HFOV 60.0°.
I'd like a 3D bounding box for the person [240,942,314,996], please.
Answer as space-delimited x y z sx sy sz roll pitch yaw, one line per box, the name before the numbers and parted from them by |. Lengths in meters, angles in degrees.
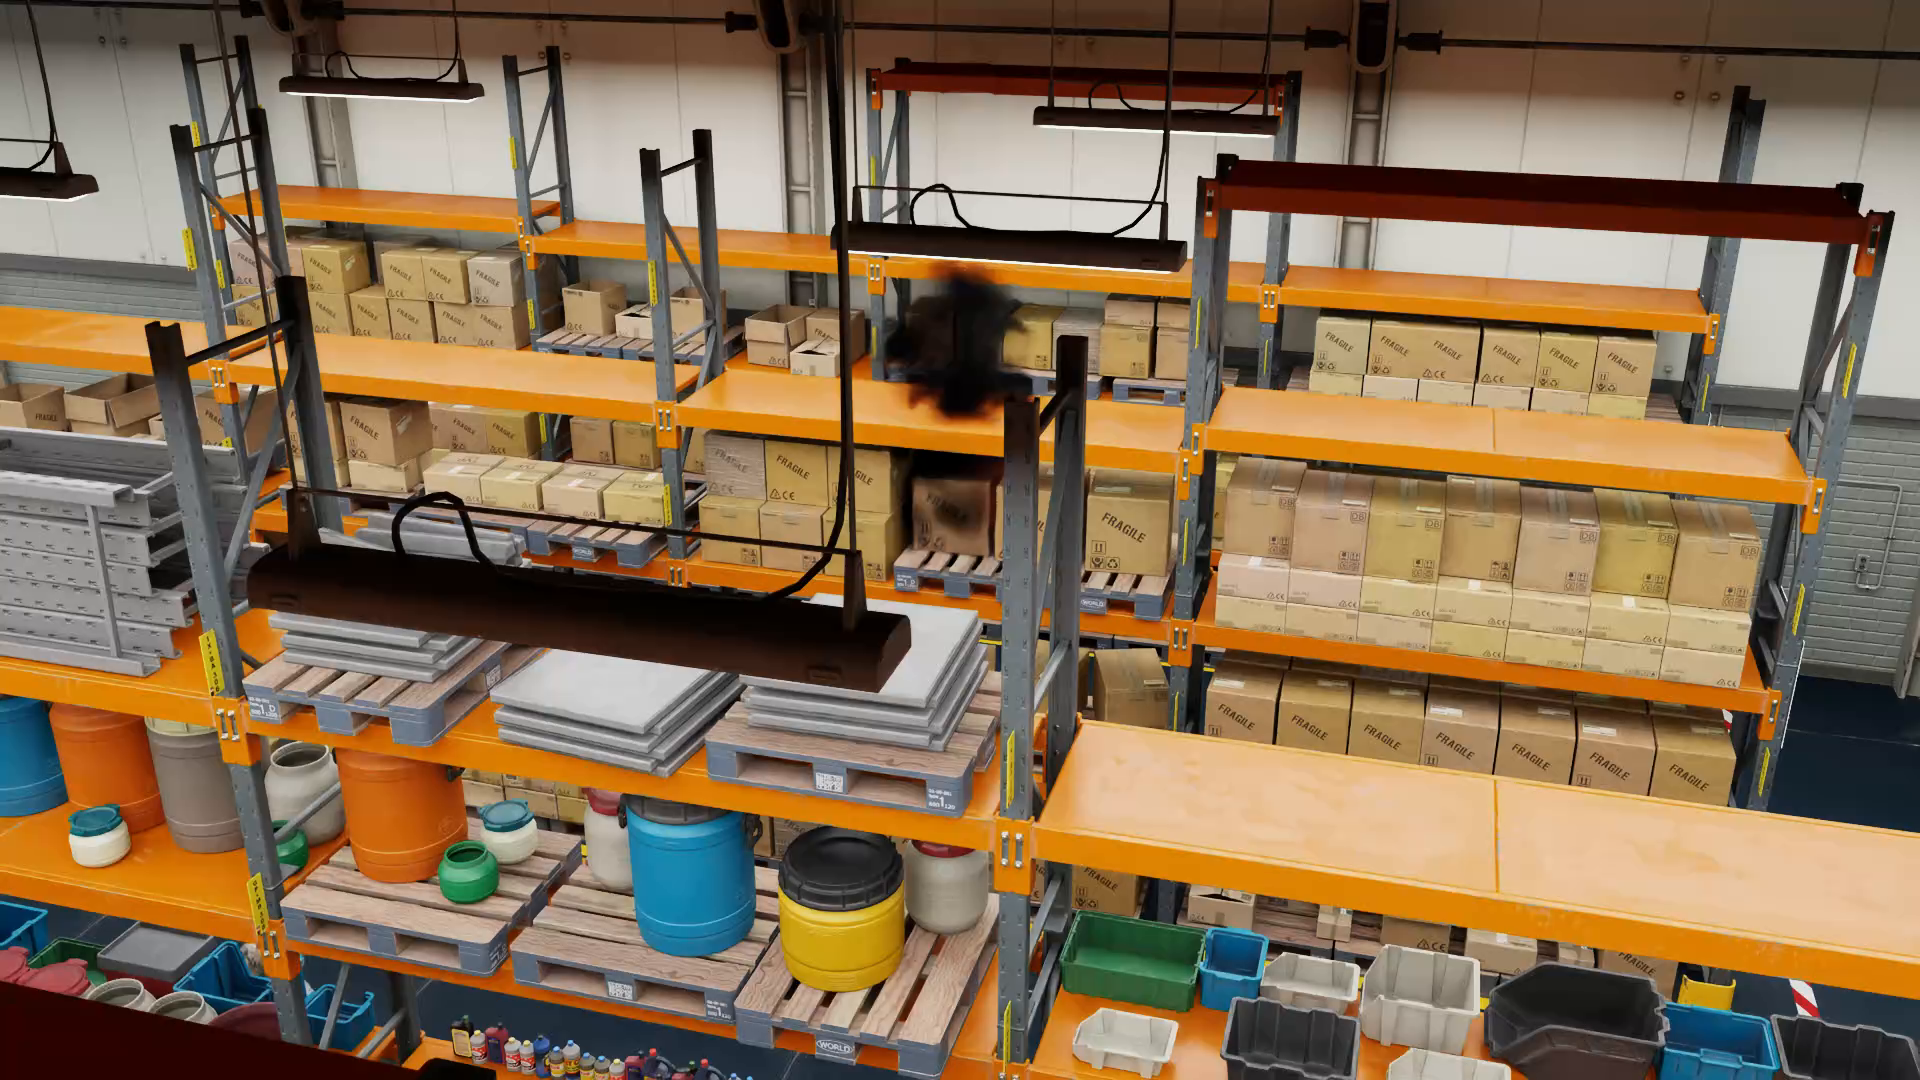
person | -4.895 2.799 11.728 0.655 1.756 0.657 6 23 14
